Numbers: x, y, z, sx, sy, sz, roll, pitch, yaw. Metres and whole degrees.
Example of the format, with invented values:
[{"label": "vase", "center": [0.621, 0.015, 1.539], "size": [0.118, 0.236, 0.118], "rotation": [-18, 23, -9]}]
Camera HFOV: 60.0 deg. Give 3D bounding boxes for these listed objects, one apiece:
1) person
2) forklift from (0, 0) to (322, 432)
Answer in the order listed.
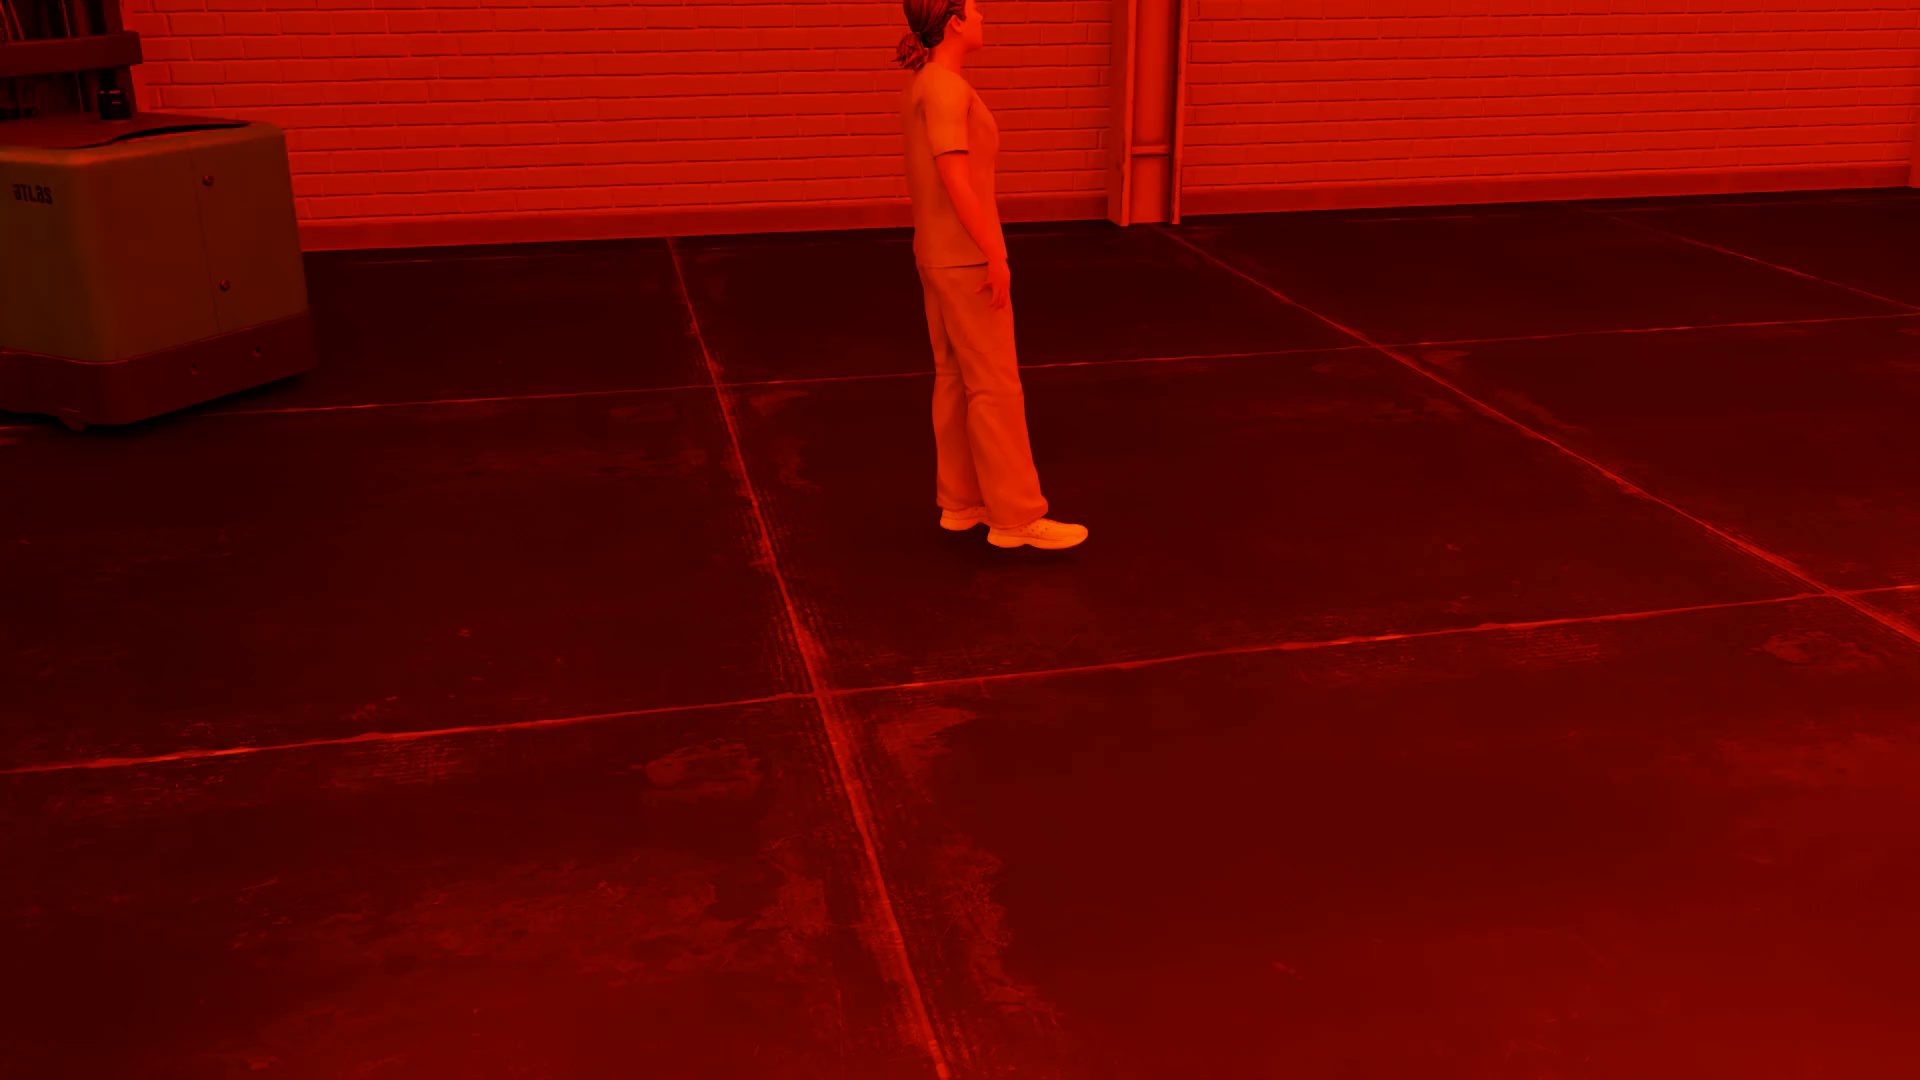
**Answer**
[{"label": "person", "center": [0.074, -0.828, 4.986], "size": [0.549, 1.675, 0.550], "rotation": [-5, 21, -12]}, {"label": "forklift", "center": [-4.246, -2.130, 6.764], "size": [3.031, 2.935, 1.130], "rotation": [10, 23, 25]}]
